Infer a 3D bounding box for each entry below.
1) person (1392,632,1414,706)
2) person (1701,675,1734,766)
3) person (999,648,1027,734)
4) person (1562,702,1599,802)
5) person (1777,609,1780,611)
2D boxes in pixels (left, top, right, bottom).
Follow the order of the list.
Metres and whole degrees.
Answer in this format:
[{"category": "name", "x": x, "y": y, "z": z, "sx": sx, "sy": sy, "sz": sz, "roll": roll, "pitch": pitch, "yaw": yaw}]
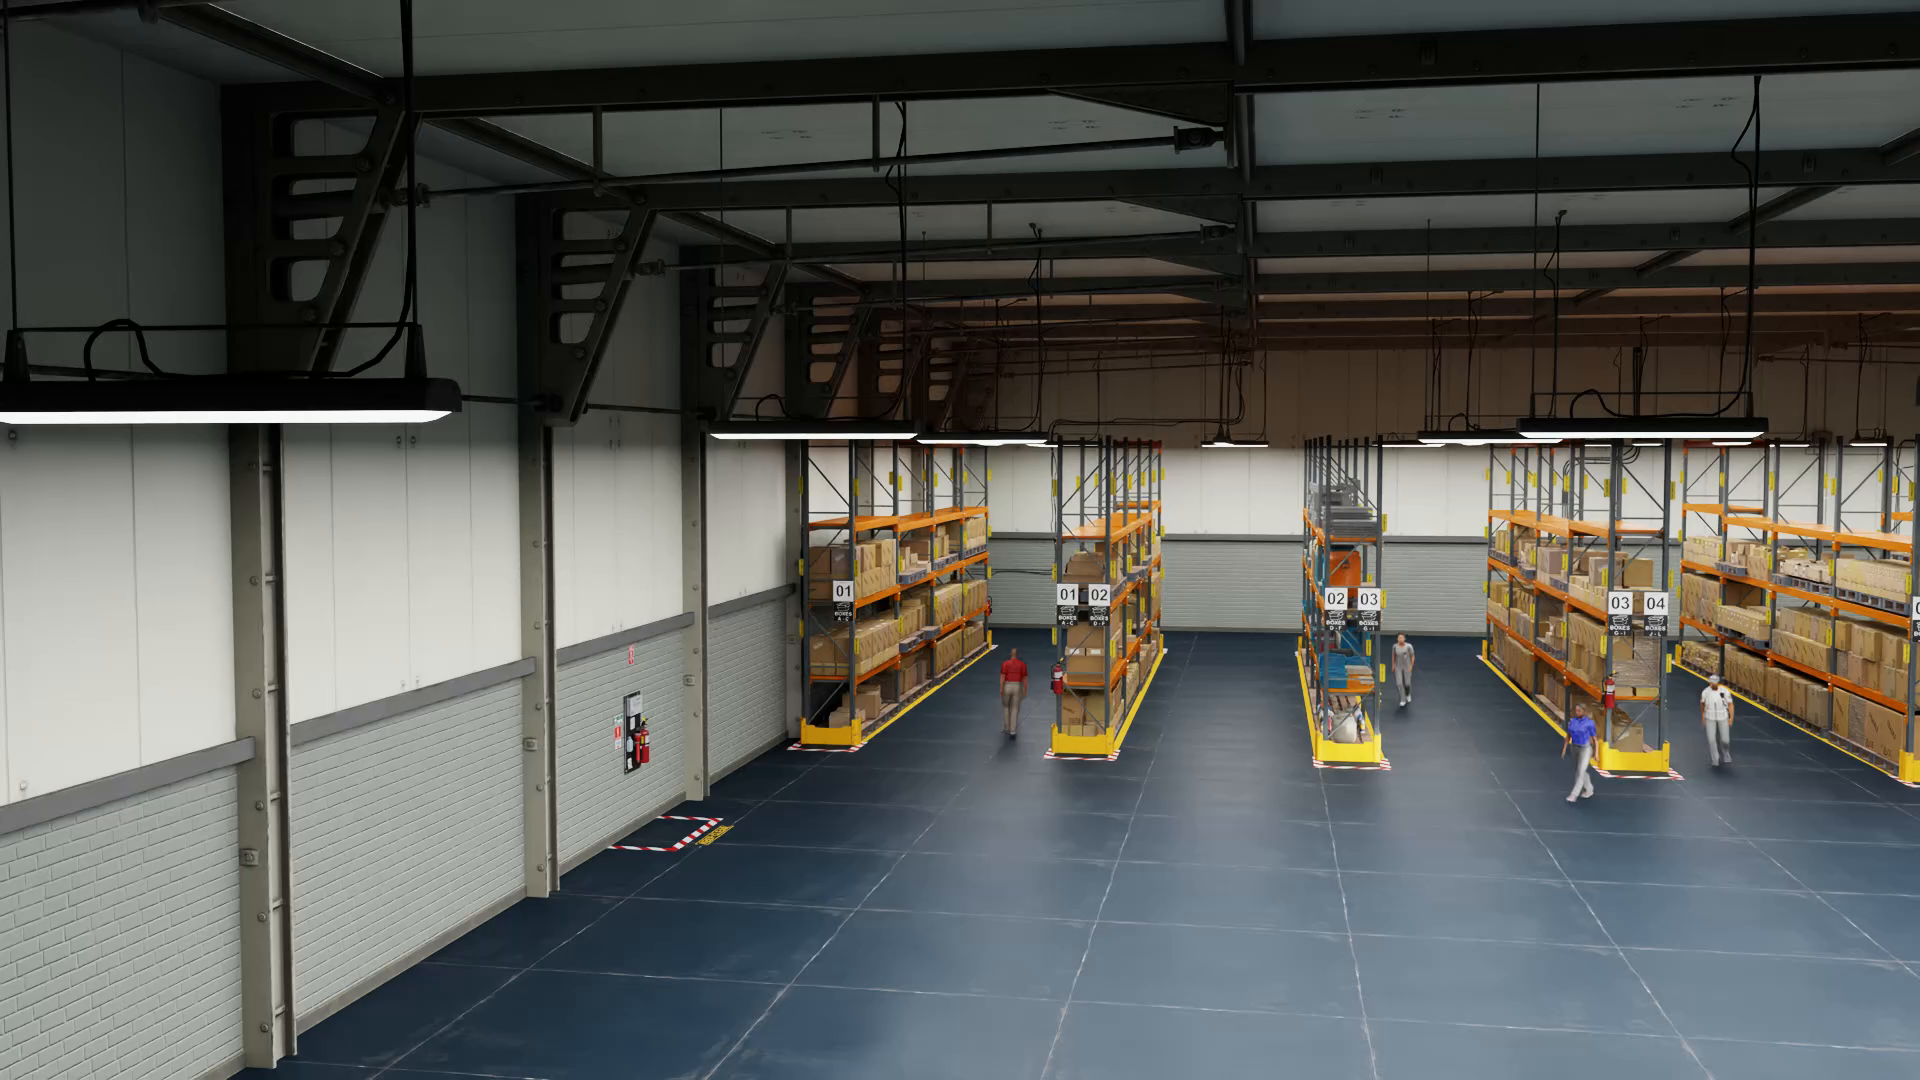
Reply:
[{"category": "person", "x": 9.979, "y": 2.882, "z": 37.423, "sx": 0.501, "sy": 1.652, "sz": 0.560, "roll": 1, "pitch": 3, "yaw": 23}, {"category": "person", "x": 13.803, "y": 3.270, "z": 30.330, "sx": 0.553, "sy": 1.642, "sz": 0.552, "roll": 2, "pitch": 3, "yaw": 27}, {"category": "person", "x": 1.078, "y": 3.081, "z": 33.525, "sx": 0.557, "sy": 1.779, "sz": 0.602, "roll": 0, "pitch": 3, "yaw": 7}, {"category": "person", "x": 10.049, "y": 3.438, "z": 27.043, "sx": 1.019, "sy": 1.601, "sz": 0.474, "roll": -2, "pitch": 4, "yaw": -34}, {"category": "person", "x": 20.981, "y": 2.596, "z": 42.440, "sx": 0.501, "sy": 1.670, "sz": 0.502, "roll": 1, "pitch": 3, "yaw": 11}]
